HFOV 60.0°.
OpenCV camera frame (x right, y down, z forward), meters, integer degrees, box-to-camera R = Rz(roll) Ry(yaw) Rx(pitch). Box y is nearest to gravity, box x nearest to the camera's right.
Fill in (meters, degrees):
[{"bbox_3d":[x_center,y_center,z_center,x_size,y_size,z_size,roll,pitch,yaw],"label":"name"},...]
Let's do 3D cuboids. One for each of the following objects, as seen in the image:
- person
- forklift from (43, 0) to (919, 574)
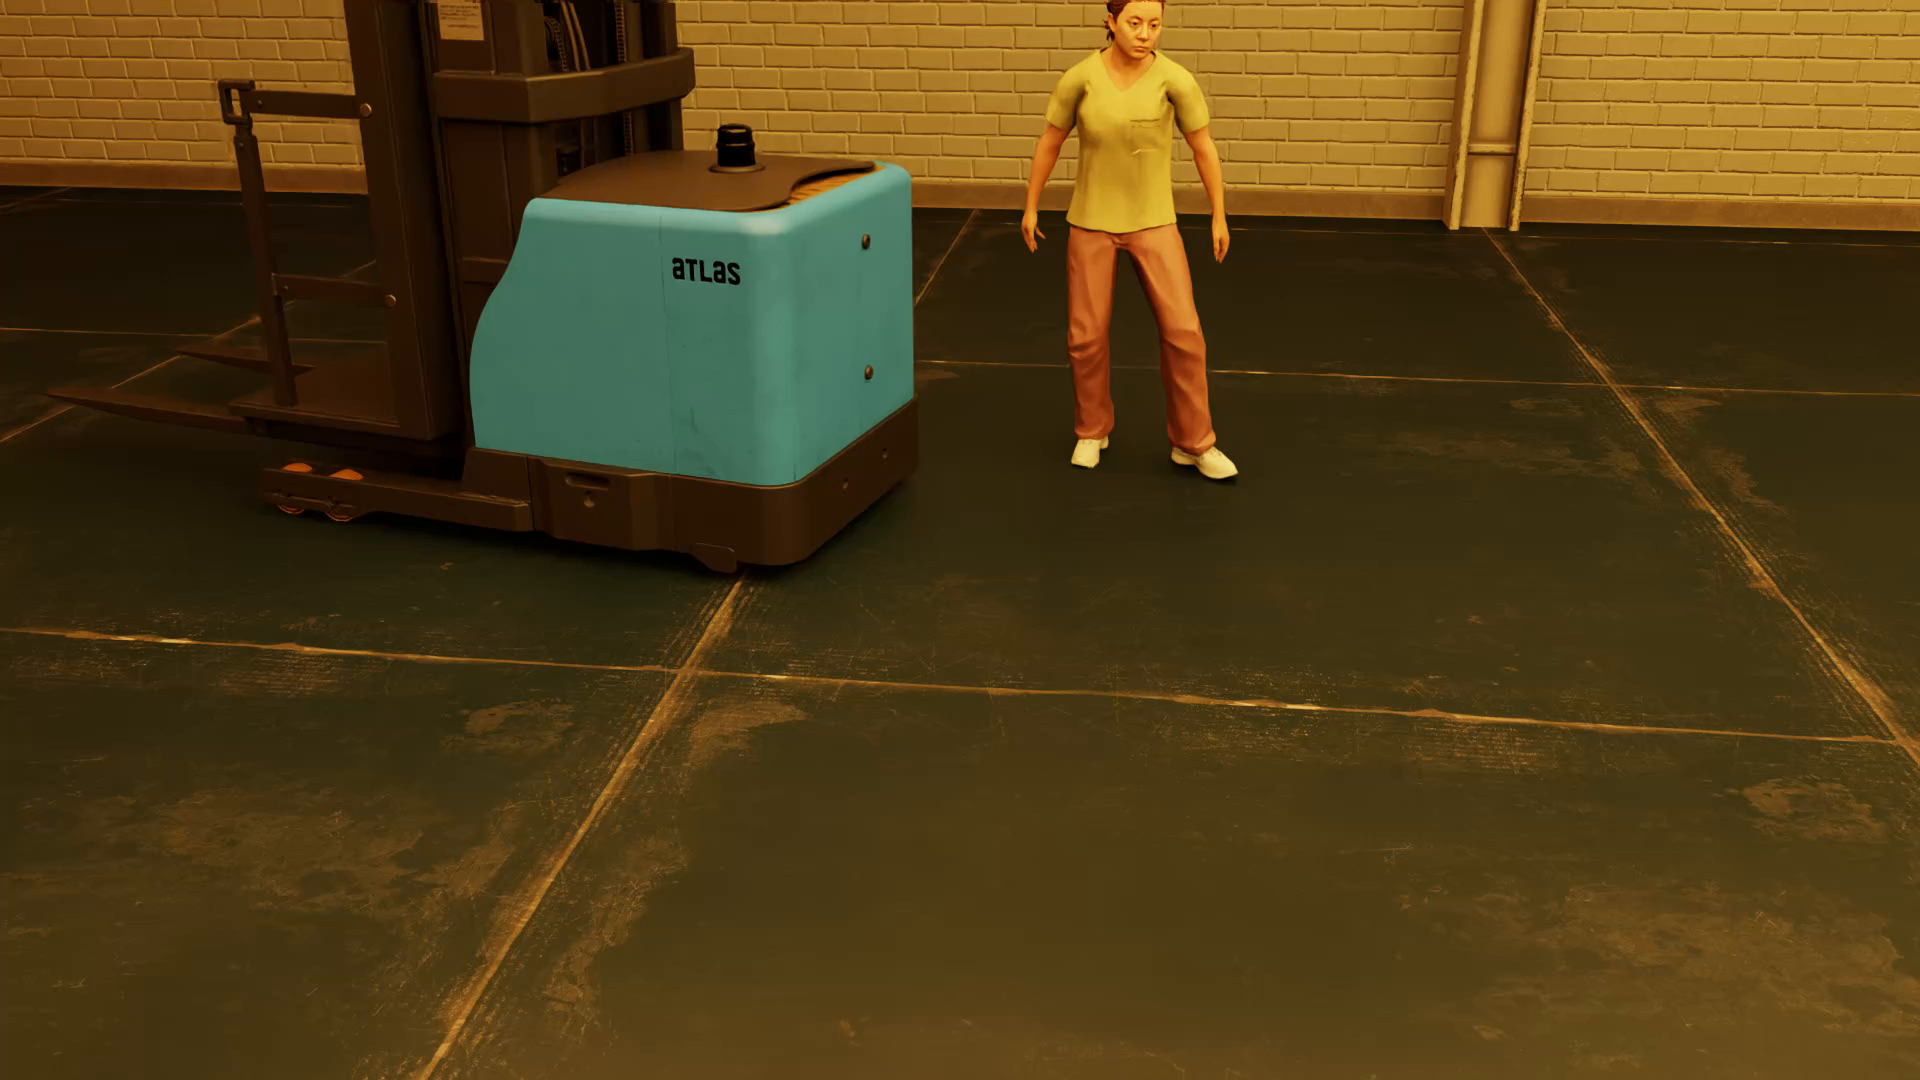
[{"bbox_3d":[0.584,-1.038,5.568,0.788,1.647,0.372,4,22,9],"label":"person"},{"bbox_3d":[-1.710,-1.590,5.203,3.031,2.935,1.130,8,23,19],"label":"forklift"}]
